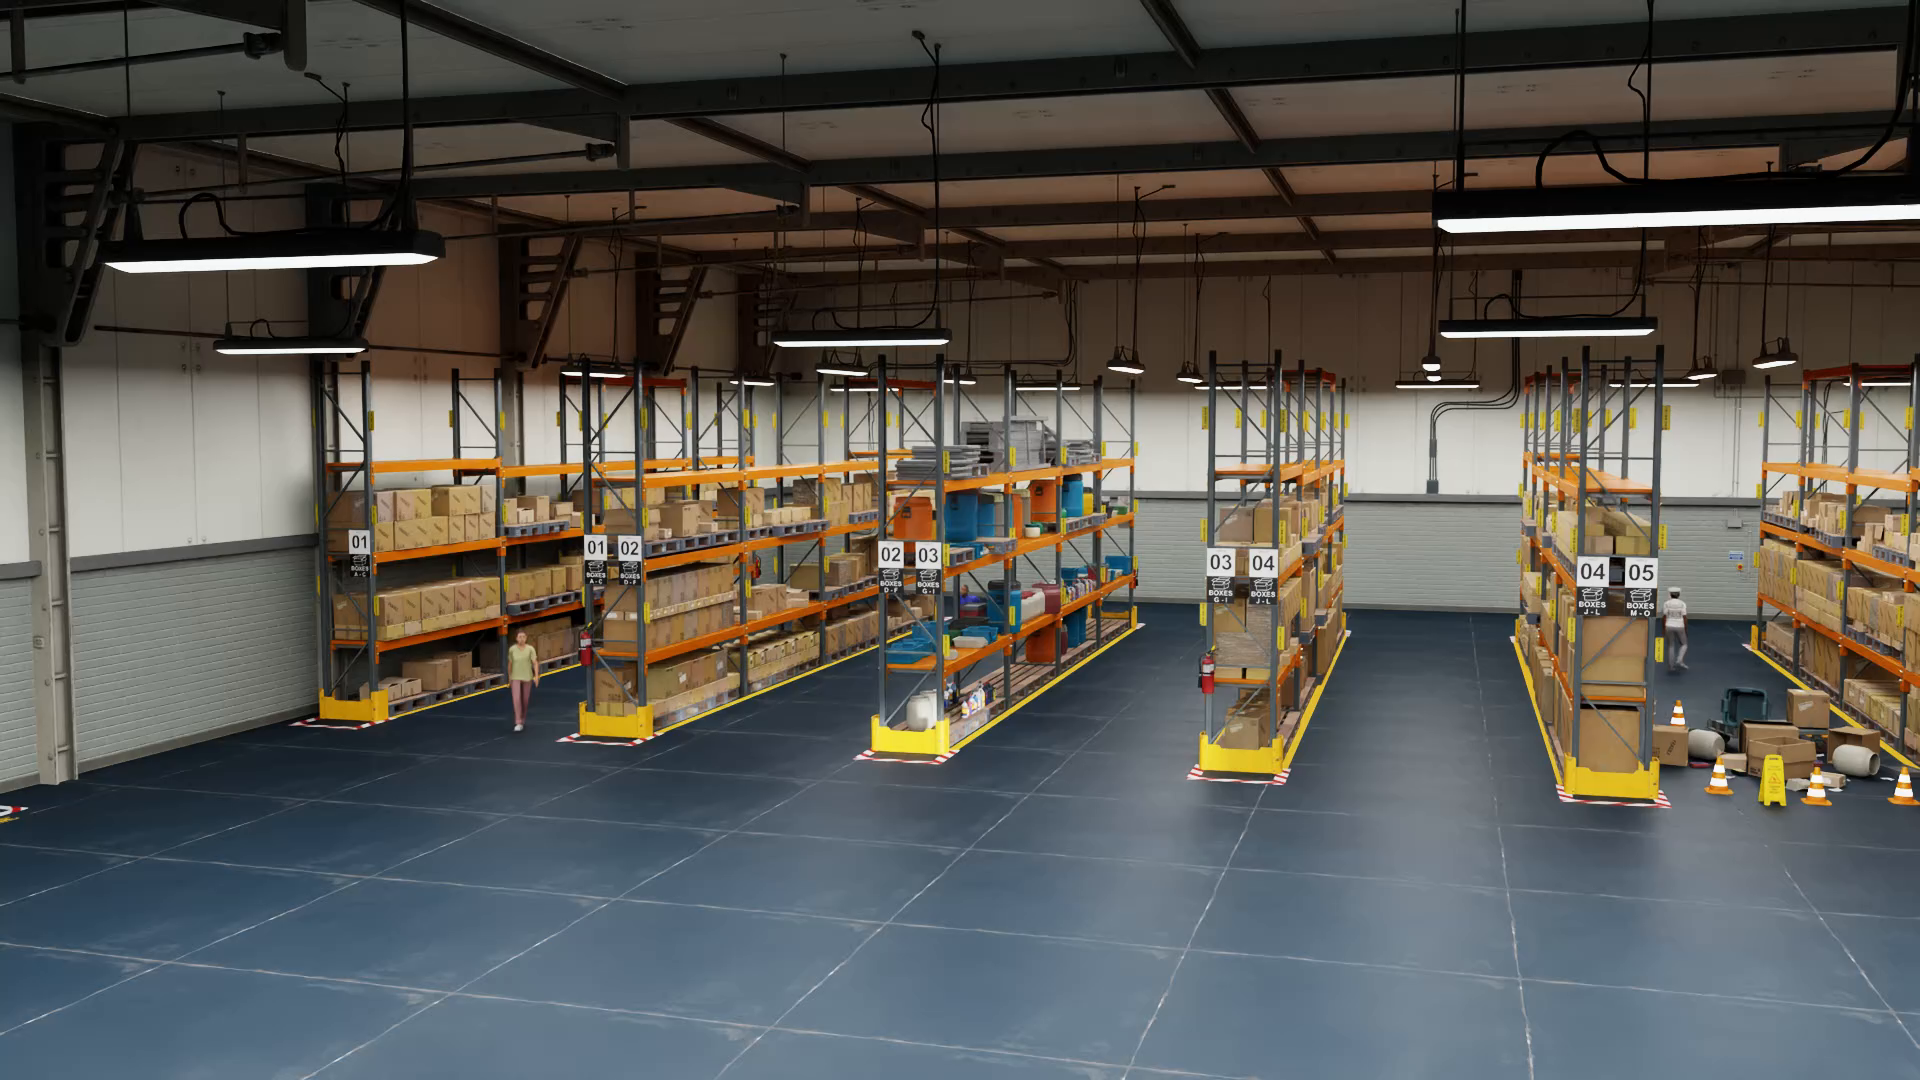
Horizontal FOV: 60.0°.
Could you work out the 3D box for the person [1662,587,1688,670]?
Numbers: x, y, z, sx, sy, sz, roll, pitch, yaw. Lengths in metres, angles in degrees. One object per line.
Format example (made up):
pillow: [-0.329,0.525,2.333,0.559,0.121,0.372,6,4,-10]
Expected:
person: [14.352,1.790,33.350,0.511,1.672,0.484,2,5,26]

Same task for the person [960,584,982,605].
person: [0.174,1.758,35.206,0.582,1.469,0.740,2,5,25]

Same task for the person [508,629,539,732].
person: [-7.068,2.247,26.942,0.465,1.606,1.051,-1,4,-19]
